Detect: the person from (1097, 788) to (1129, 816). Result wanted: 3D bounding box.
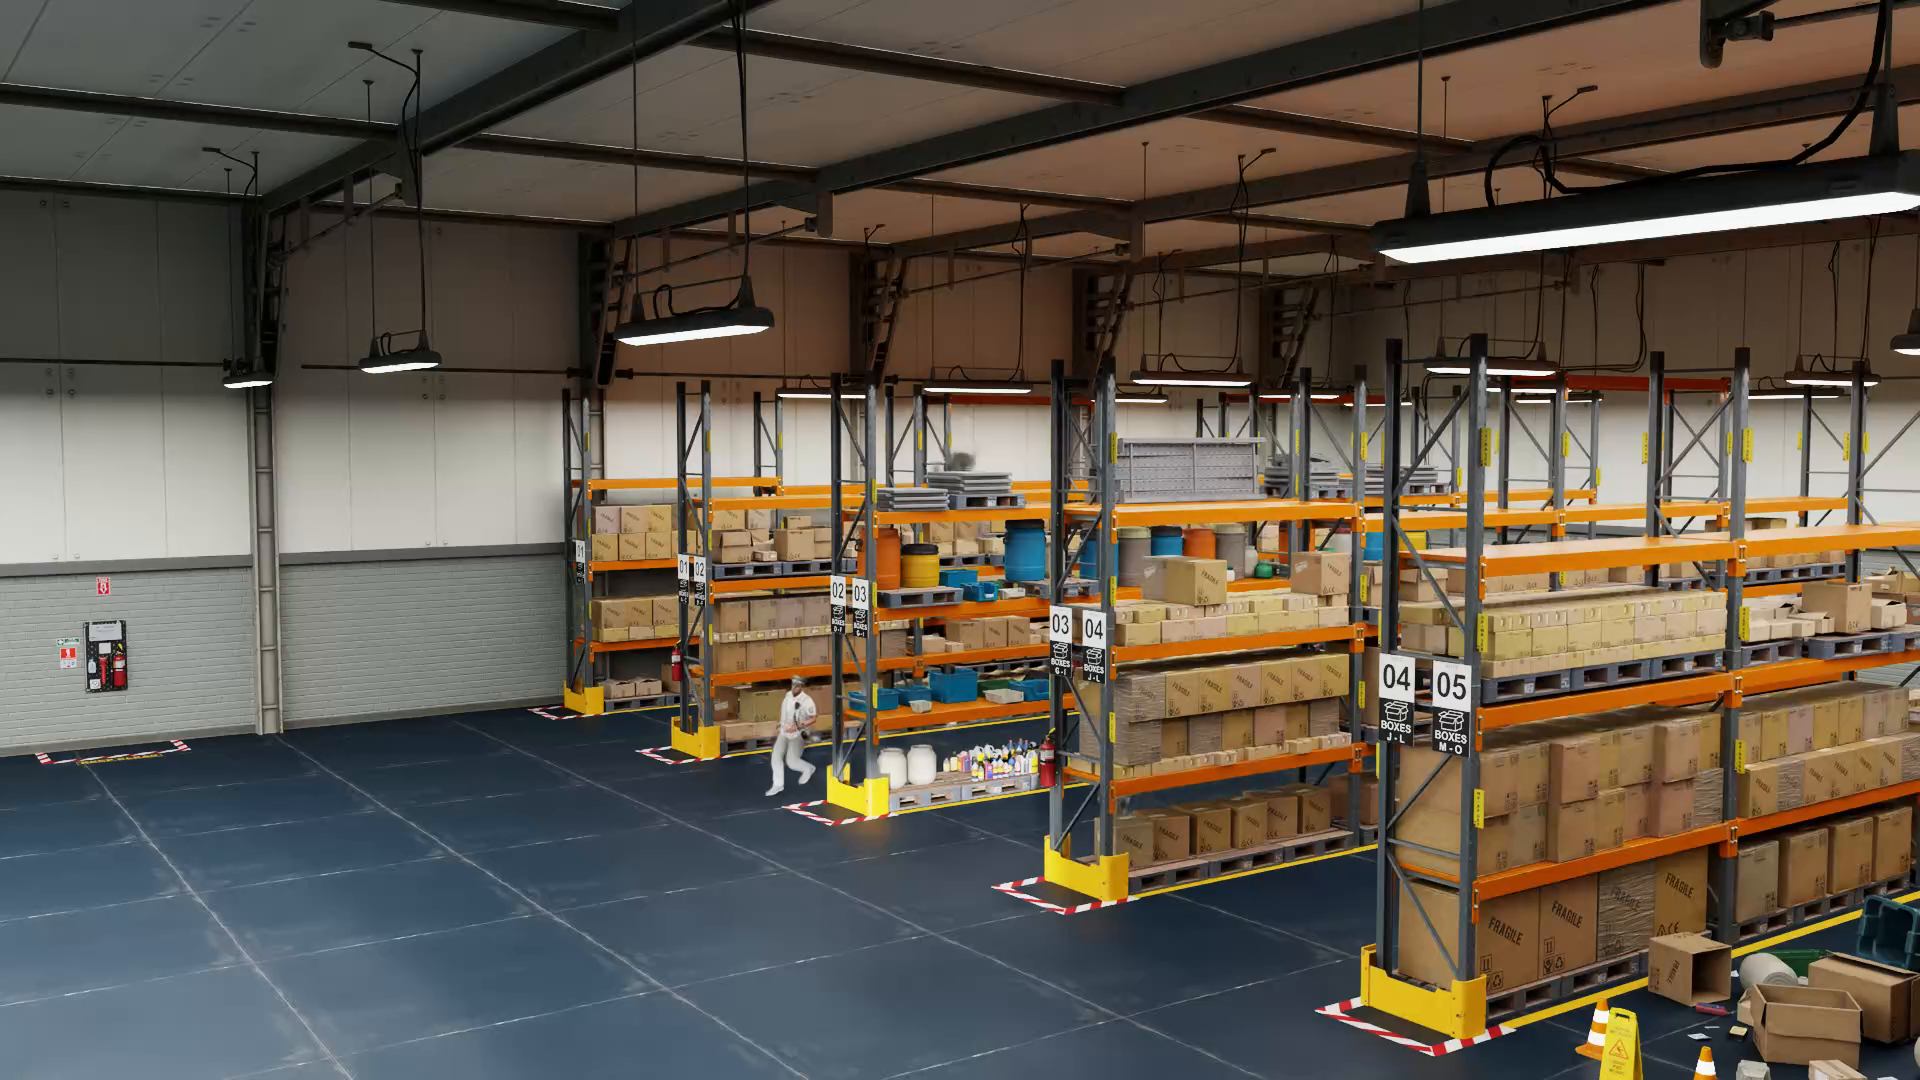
[{"bbox_3d":[2.033,2.945,21.294,0.709,1.728,0.640,3,5,43],"label":"person"}]

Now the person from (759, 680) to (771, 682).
[{"bbox_3d":[-3.424,2.435,29.502,0.804,1.711,0.524,-3,5,-40],"label":"person"}]

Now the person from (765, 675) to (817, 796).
[{"bbox_3d":[-2.335,2.786,23.870,0.704,1.752,0.810,3,5,38],"label":"person"}]
